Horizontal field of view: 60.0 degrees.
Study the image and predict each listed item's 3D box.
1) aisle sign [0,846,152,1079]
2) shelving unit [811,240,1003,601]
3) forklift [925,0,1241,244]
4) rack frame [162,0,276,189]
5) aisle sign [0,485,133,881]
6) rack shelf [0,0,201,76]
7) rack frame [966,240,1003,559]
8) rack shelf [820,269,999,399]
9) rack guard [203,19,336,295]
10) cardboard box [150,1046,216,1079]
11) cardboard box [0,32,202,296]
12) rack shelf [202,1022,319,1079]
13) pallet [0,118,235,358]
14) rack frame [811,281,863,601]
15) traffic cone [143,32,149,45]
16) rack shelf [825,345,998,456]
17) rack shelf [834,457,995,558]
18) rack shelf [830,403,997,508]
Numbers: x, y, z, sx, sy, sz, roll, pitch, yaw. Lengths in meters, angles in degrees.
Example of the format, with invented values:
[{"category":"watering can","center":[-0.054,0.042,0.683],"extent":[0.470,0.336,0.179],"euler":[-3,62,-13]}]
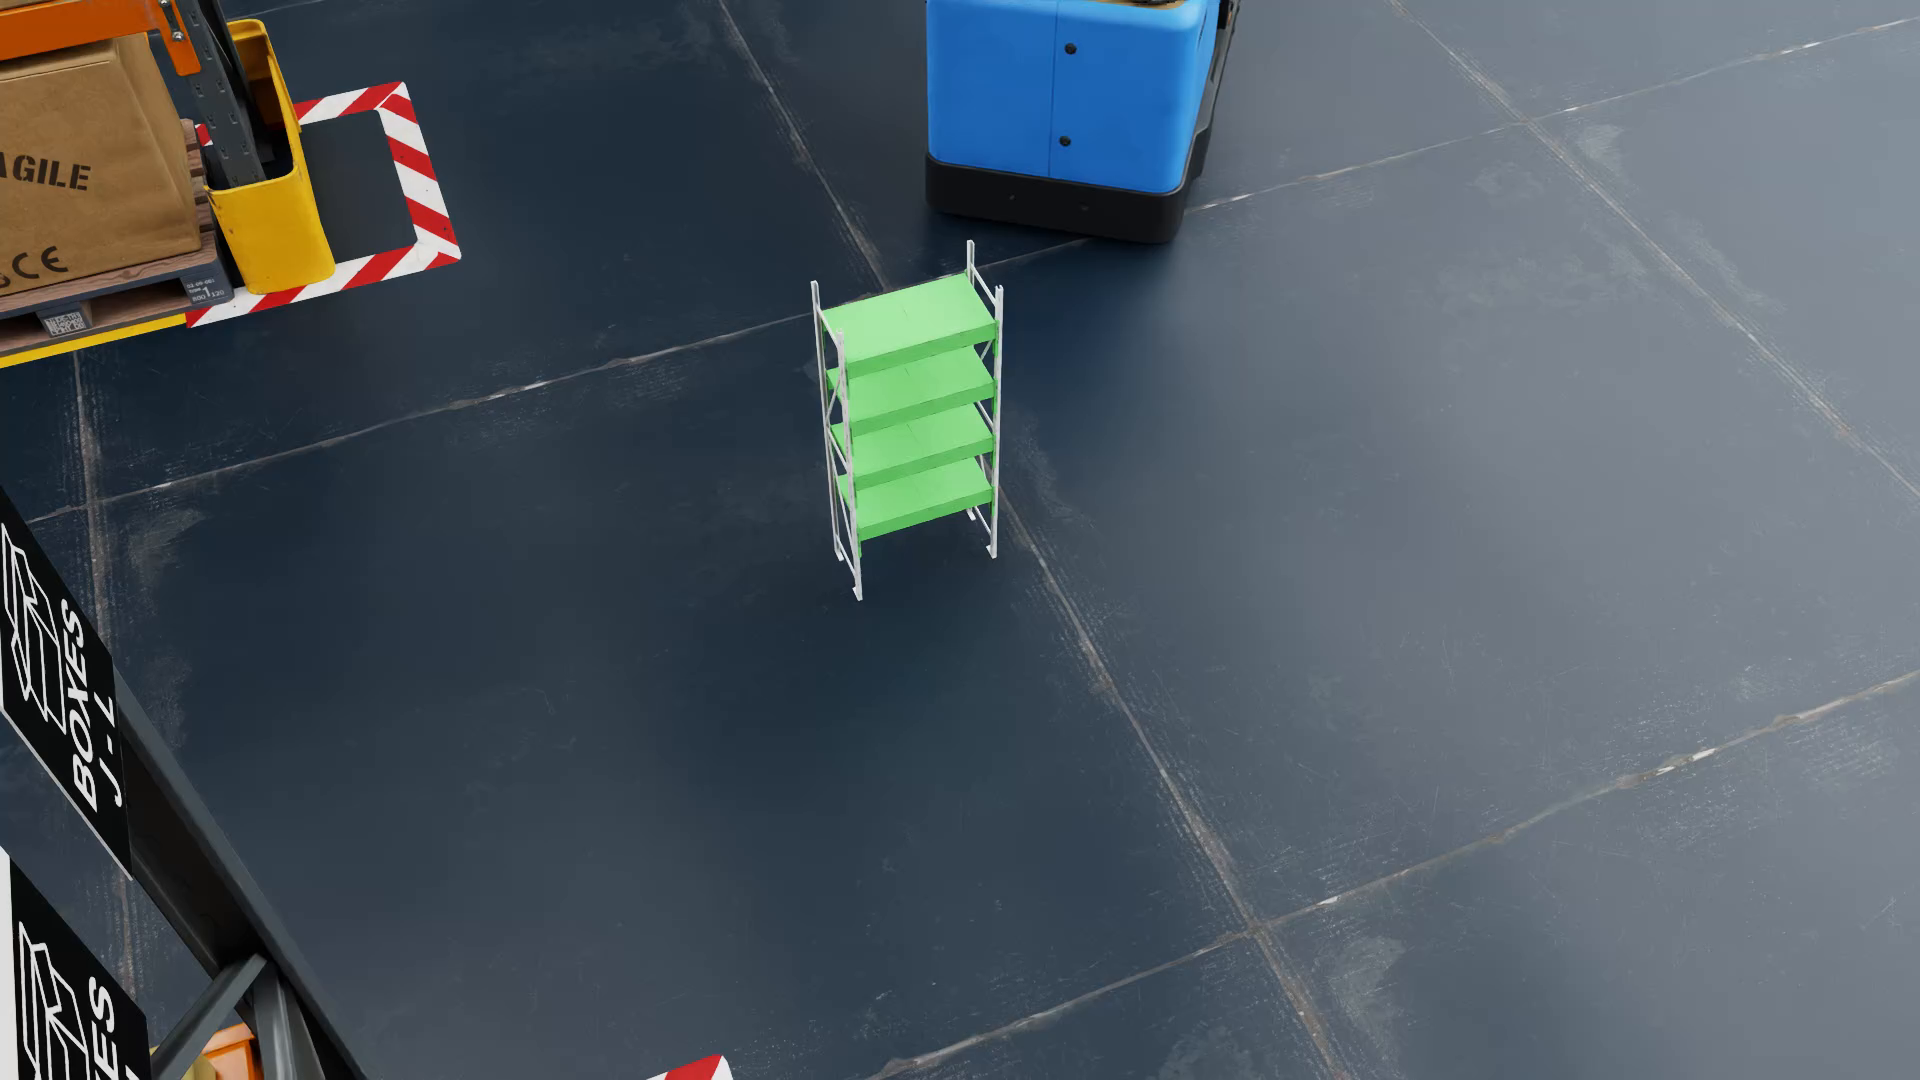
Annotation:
[{"category":"aisle sign","center":[-0.940,0.476,1.651],"extent":[0.004,0.787,0.394],"euler":[-17,52,-14]},{"category":"shelving unit","center":[-0.153,-0.343,5.254],"extent":[0.503,1.200,0.258],"euler":[-17,52,-14]},{"category":"forklift","center":[0.700,-3.289,6.643],"extent":[1.130,2.935,3.031],"euler":[10,50,9]},{"category":"rack frame","center":[-2.892,-2.383,5.819],"extent":[0.127,3.000,1.000],"euler":[-17,52,-14]},{"category":"aisle sign","center":[-1.166,0.054,2.013],"extent":[0.004,0.787,0.394],"euler":[-17,52,-14]},{"category":"rack shelf","center":[-4.744,-1.575,5.599],"extent":[4.000,0.370,1.077],"euler":[-17,52,-14]},{"category":"rack frame","center":[0.073,-0.413,5.314],"extent":[0.015,1.200,0.240],"euler":[-17,52,-14]},{"category":"rack shelf","center":[-0.153,-0.615,4.938],"extent":[0.480,0.148,0.258],"euler":[-17,52,-14]},{"category":"rack guard","center":[-2.870,-1.575,6.773],"extent":[0.348,0.500,1.175],"euler":[-17,52,-14]},{"category":"cardboard box","center":[-1.464,1.126,2.972],"extent":[0.250,0.149,0.380],"euler":[-17,52,-14]},{"category":"cardboard box","center":[-3.495,-1.587,6.259],"extent":[0.875,0.875,0.875],"euler":[-17,51,-14]},{"category":"rack shelf","center":[-2.962,1.938,2.583],"extent":[4.000,0.370,1.077],"euler":[-17,52,-14]},{"category":"pallet","center":[-3.603,-1.190,6.633],"extent":[1.213,0.211,1.003],"euler":[-17,52,-14]},{"category":"rack frame","center":[-0.379,-0.273,5.194],"extent":[0.015,1.200,0.240],"euler":[-17,52,-14]},{"category":"traffic cone","center":[-3.921,-2.401,7.507],"extent":[0.334,0.463,0.336],"euler":[-17,52,-14]},{"category":"rack shelf","center":[-0.153,-0.458,5.120],"extent":[0.480,0.148,0.258],"euler":[-17,52,-14]},{"category":"rack shelf","center":[-0.153,-0.145,5.485],"extent":[0.480,0.148,0.258],"euler":[-17,52,-14]},{"category":"rack shelf","center":[-0.153,-0.302,5.303],"extent":[0.480,0.148,0.258],"euler":[-17,52,-14]}]
